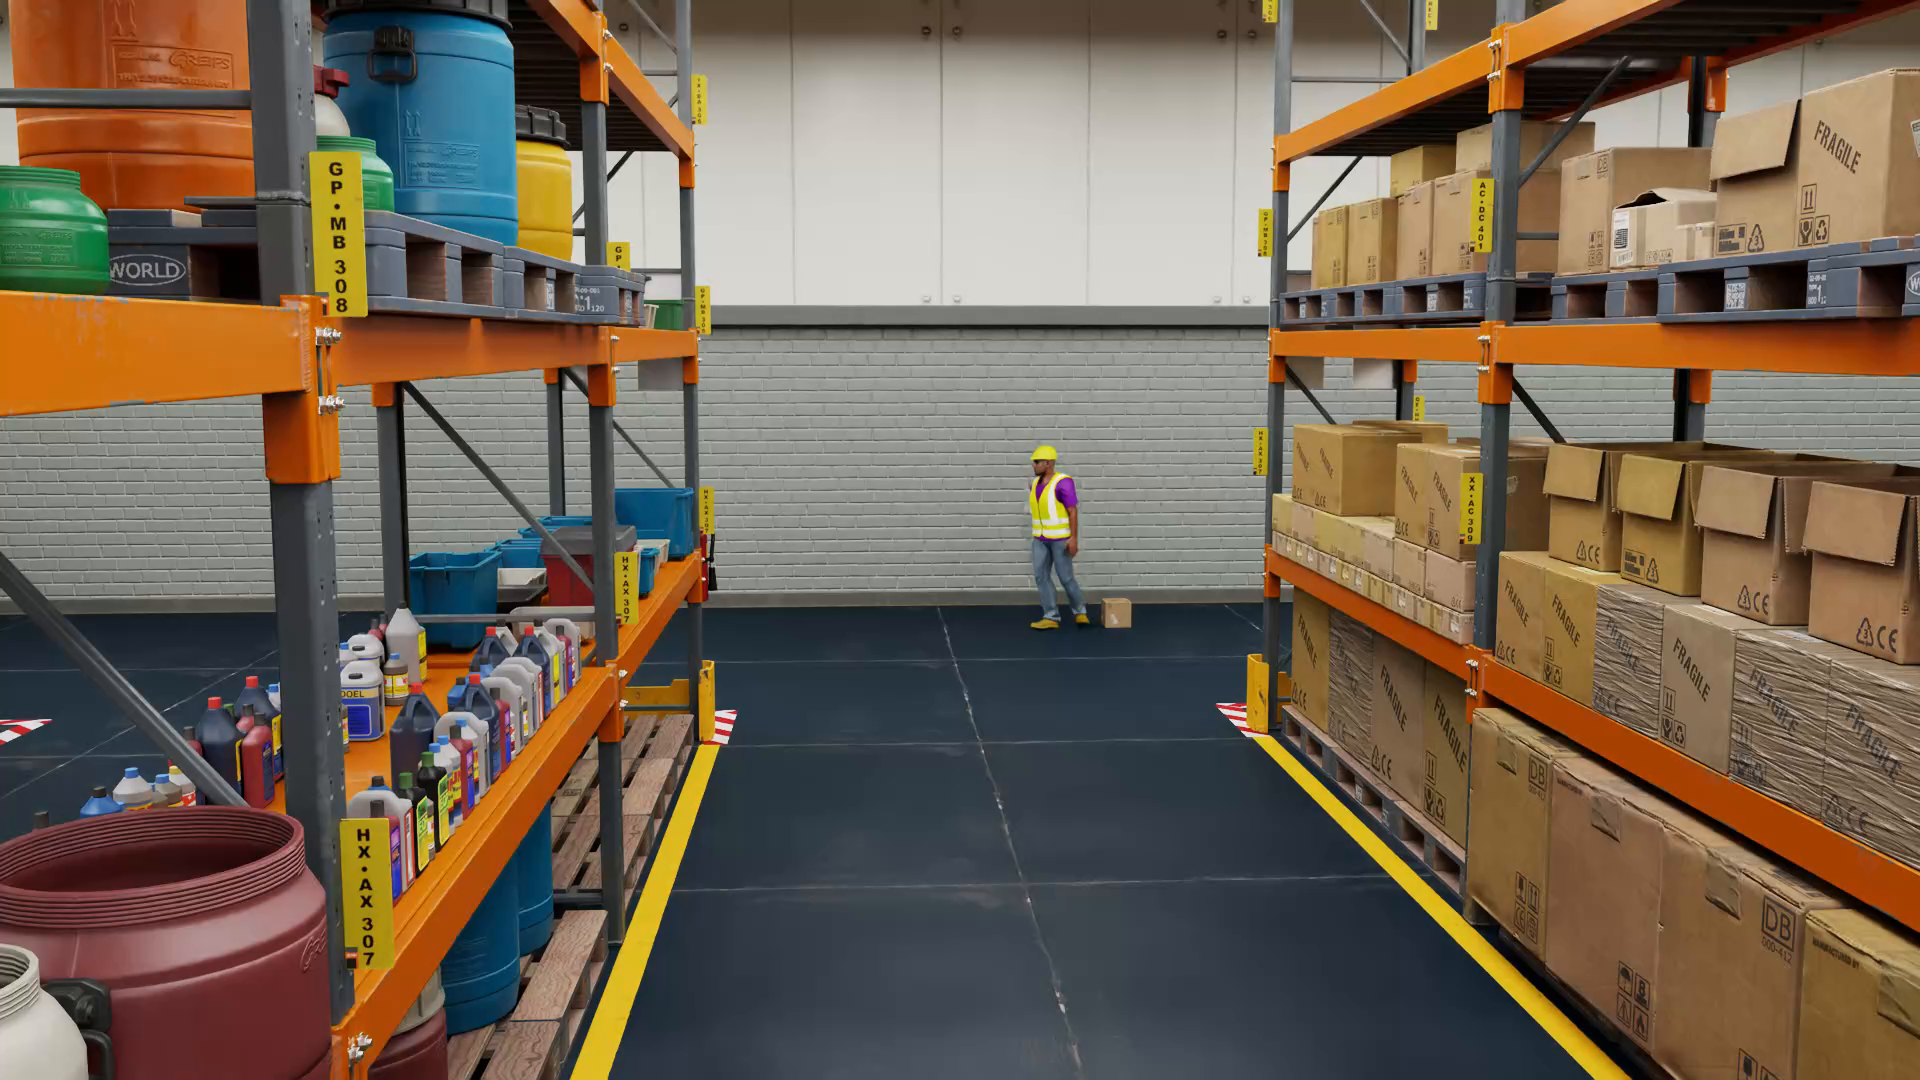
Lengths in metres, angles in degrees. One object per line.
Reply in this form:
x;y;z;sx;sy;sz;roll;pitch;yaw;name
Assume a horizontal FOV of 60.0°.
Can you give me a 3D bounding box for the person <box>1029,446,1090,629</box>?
0.937;-0.027;15.896;0.580;1.755;0.607;-6;9;-43;person
